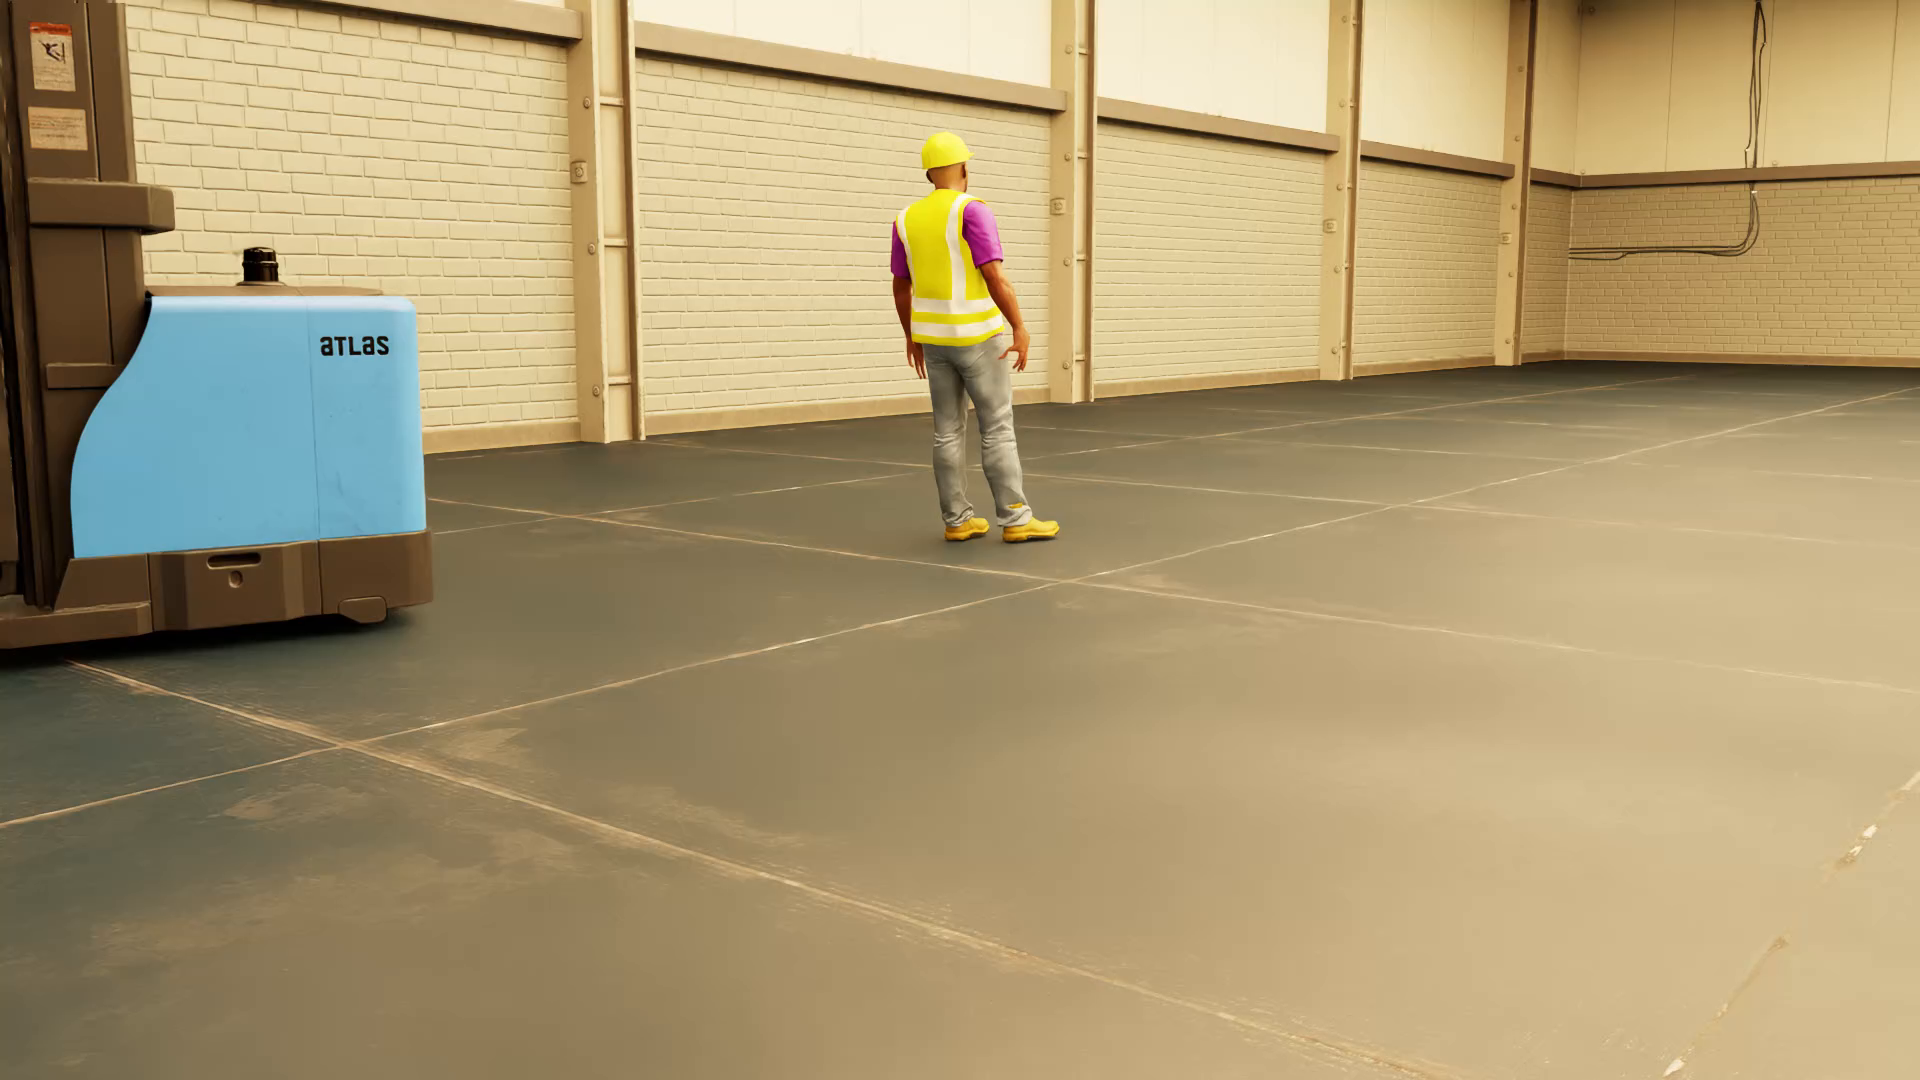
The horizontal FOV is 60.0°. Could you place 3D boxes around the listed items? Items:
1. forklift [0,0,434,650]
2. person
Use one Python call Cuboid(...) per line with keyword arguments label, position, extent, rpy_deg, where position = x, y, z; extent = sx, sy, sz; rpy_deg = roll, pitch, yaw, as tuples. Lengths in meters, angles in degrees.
Cuboid(label="forklift", position=(-3.259, -1.112, 4.884), extent=(3.031, 2.935, 1.130), rpy_deg=(-6, 10, -33))
Cuboid(label="person", position=(0.049, -0.888, 7.327), extent=(0.665, 1.768, 0.575), rpy_deg=(7, 11, 38))
